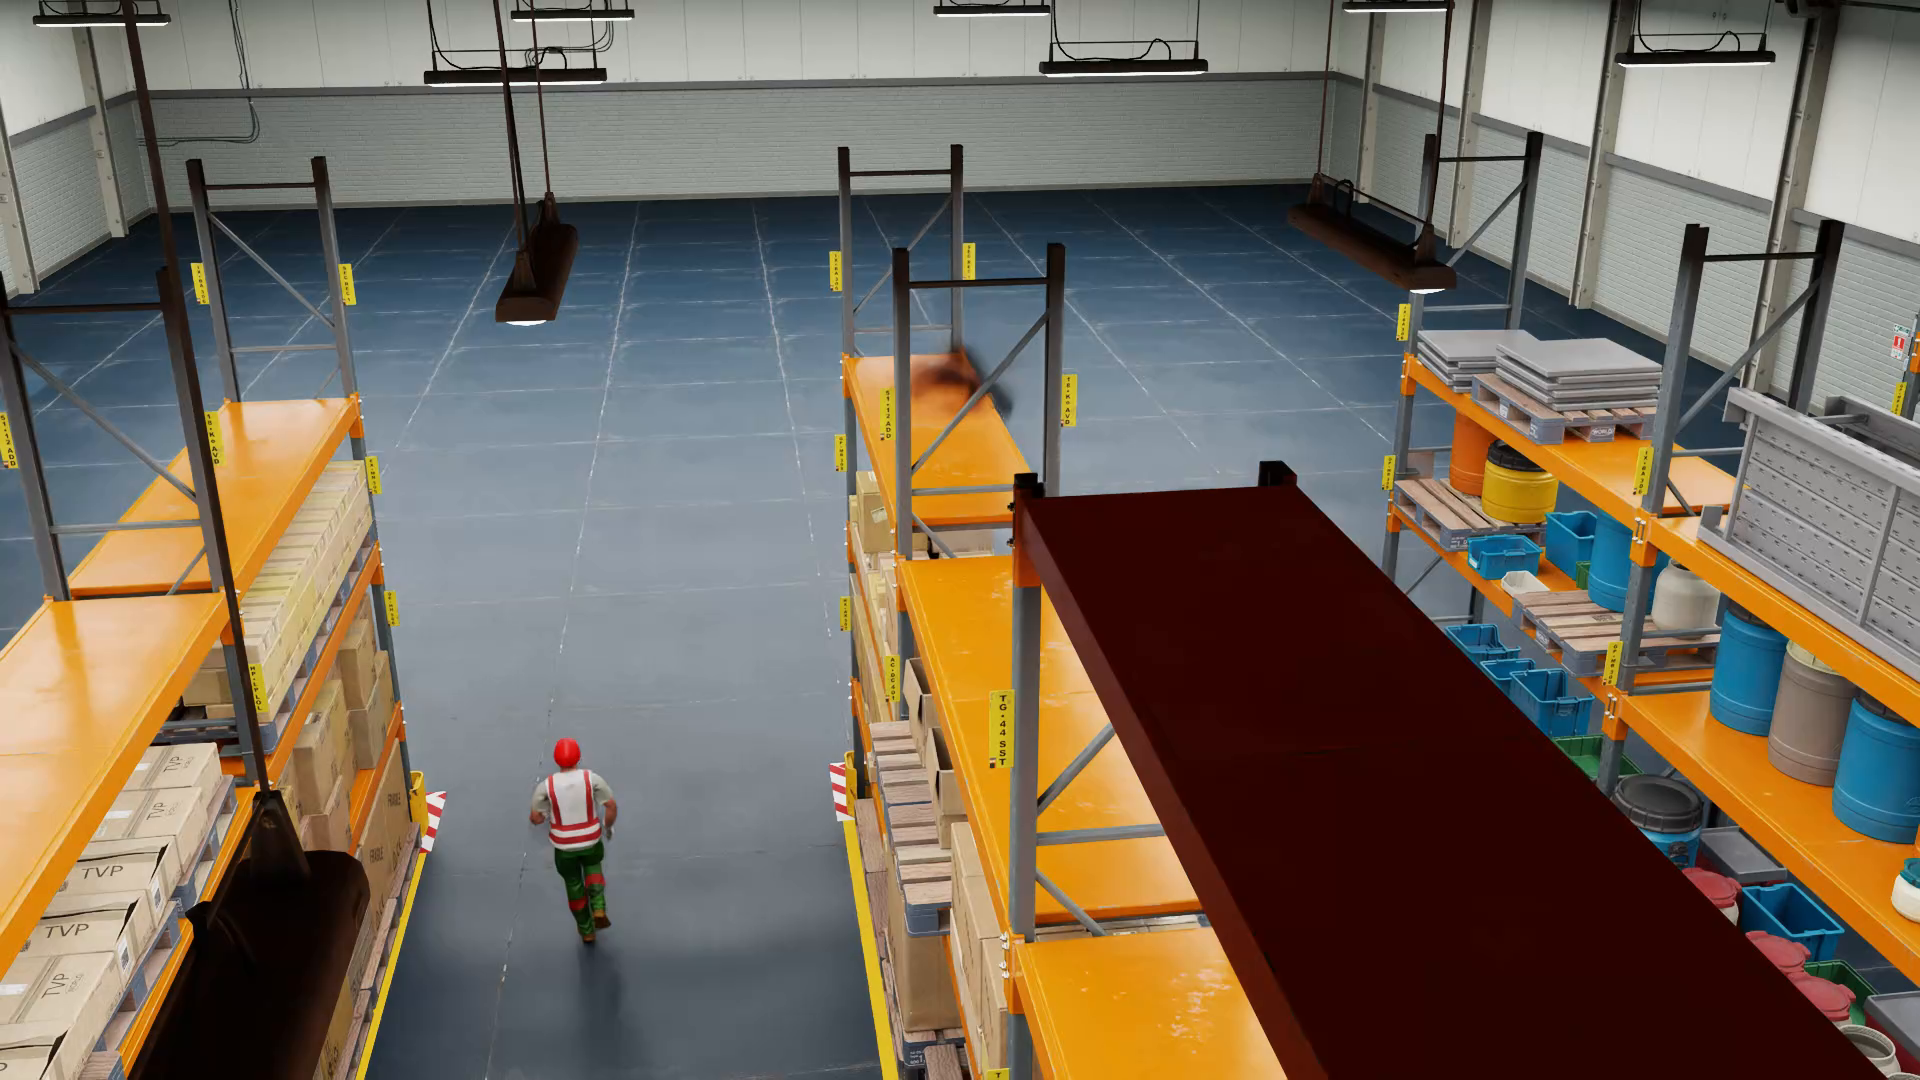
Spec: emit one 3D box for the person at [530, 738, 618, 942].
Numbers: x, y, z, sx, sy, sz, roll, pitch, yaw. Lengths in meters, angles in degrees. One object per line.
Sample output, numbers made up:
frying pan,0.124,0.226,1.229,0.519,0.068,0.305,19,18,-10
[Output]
person,-3.076,2.368,13.283,0.669,1.749,0.584,-7,23,-18
